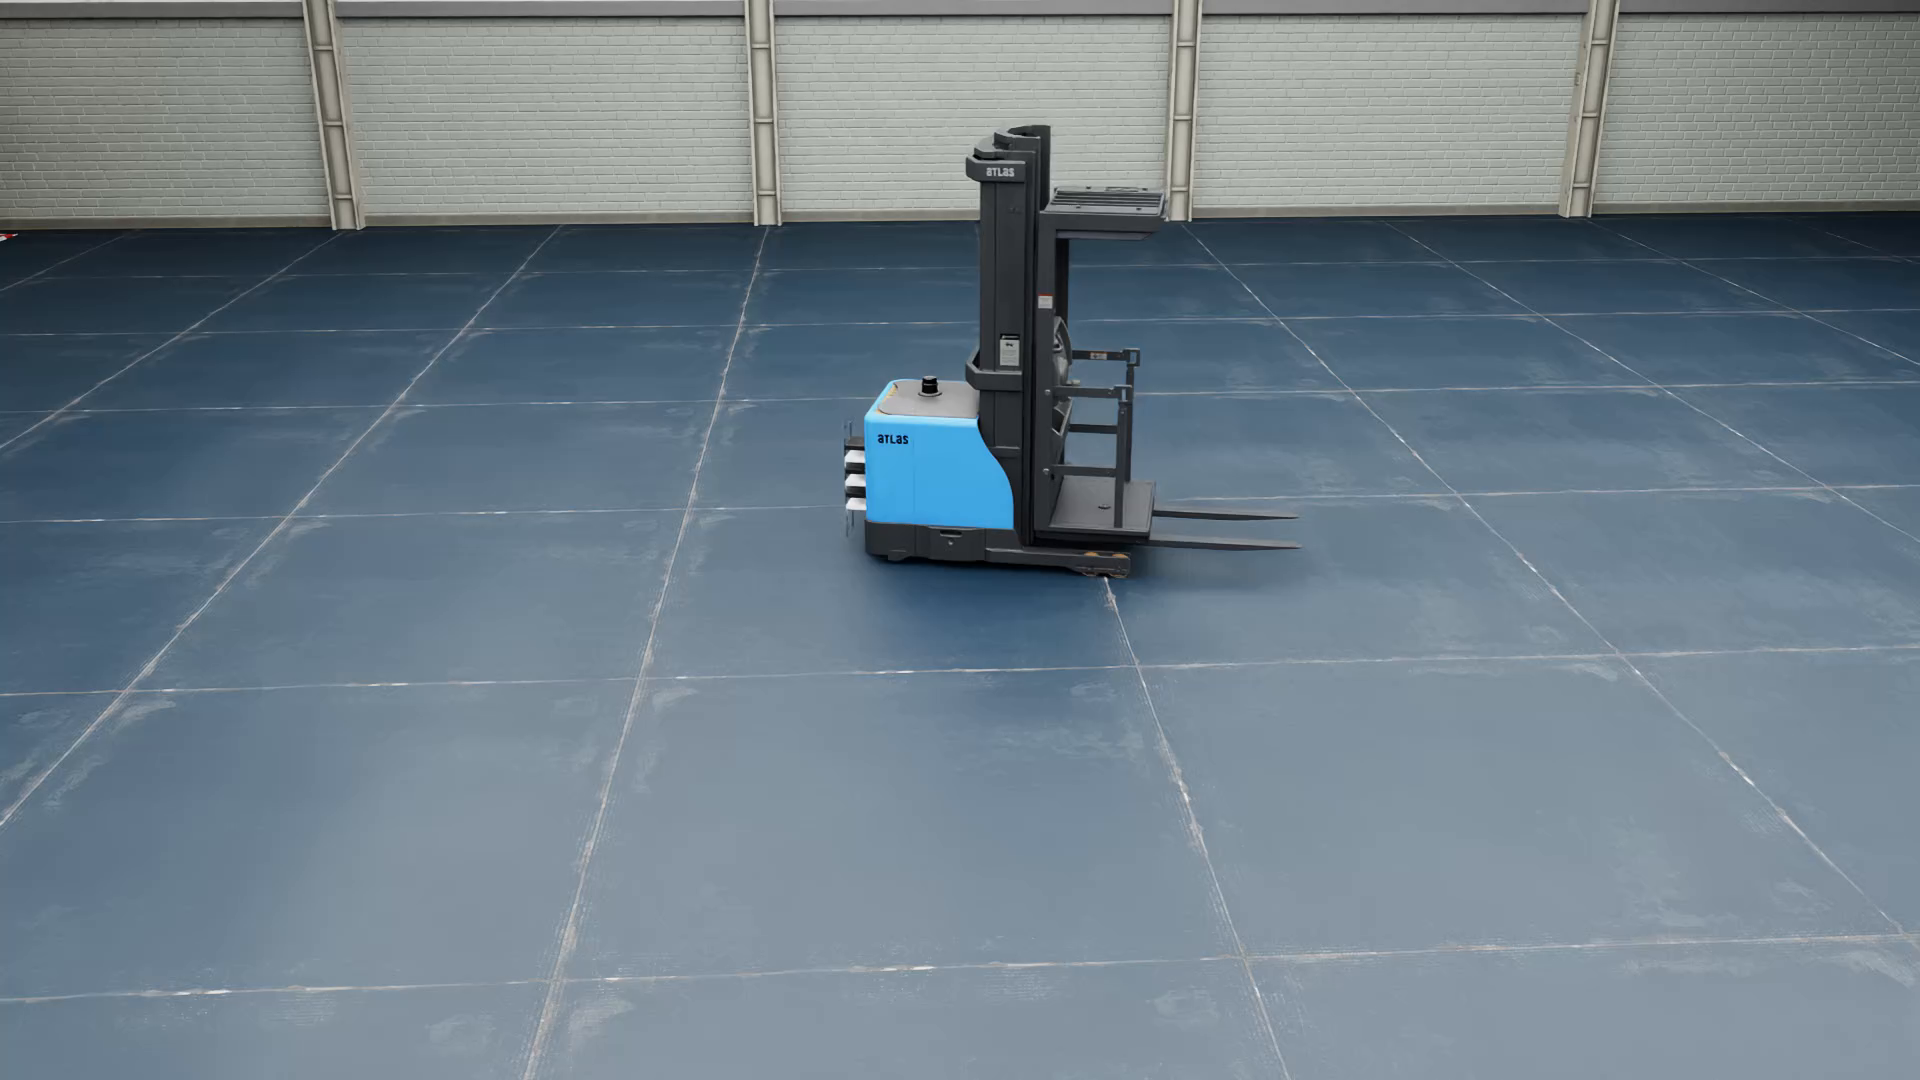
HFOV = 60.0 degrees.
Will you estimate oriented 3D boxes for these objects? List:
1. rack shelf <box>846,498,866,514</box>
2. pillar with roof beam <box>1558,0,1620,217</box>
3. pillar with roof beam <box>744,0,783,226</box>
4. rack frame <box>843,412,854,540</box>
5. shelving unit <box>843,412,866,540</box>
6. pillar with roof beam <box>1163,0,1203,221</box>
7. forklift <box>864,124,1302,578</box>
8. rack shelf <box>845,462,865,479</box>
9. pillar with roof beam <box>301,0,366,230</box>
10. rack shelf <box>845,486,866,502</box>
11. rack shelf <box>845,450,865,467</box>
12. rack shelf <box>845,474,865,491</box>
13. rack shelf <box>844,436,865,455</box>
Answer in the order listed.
[{"bbox_3d":[-0.709,-0.261,12.142,0.200,0.077,0.258,3,21,8],"label":"rack shelf"},{"bbox_3d":[9.434,-7.532,19.256,0.400,9.000,9.100,-1,21,-3],"label":"pillar with roof beam"},{"bbox_3d":[-2.547,-7.288,18.616,0.400,9.000,9.100,-1,21,-3],"label":"pillar with roof beam"},{"bbox_3d":[-0.810,-0.466,12.080,0.006,0.900,0.240,3,21,8],"label":"rack frame"},{"bbox_3d":[-0.709,-0.461,12.066,0.210,0.900,0.258,3,21,8],"label":"shelving unit"},{"bbox_3d":[3.444,-7.410,18.936,0.400,9.000,9.100,-1,21,-3],"label":"pillar with roof beam"},{"bbox_3d":[0.890,-1.309,11.441,3.031,2.935,1.130,3,21,8],"label":"forklift"},{"bbox_3d":[-0.709,-0.514,12.046,0.200,0.077,0.258,3,21,8],"label":"rack shelf"},{"bbox_3d":[-8.537,-7.166,18.296,0.400,9.000,9.100,-1,21,-3],"label":"pillar with roof beam"},{"bbox_3d":[-0.709,-0.345,12.110,0.200,0.077,0.258,3,21,8],"label":"rack shelf"},{"bbox_3d":[-0.709,-0.598,12.014,0.200,0.077,0.258,3,21,8],"label":"rack shelf"},{"bbox_3d":[-0.709,-0.429,12.078,0.200,0.077,0.258,3,21,8],"label":"rack shelf"},{"bbox_3d":[-0.709,-0.682,11.982,0.200,0.077,0.258,3,21,8],"label":"rack shelf"}]
